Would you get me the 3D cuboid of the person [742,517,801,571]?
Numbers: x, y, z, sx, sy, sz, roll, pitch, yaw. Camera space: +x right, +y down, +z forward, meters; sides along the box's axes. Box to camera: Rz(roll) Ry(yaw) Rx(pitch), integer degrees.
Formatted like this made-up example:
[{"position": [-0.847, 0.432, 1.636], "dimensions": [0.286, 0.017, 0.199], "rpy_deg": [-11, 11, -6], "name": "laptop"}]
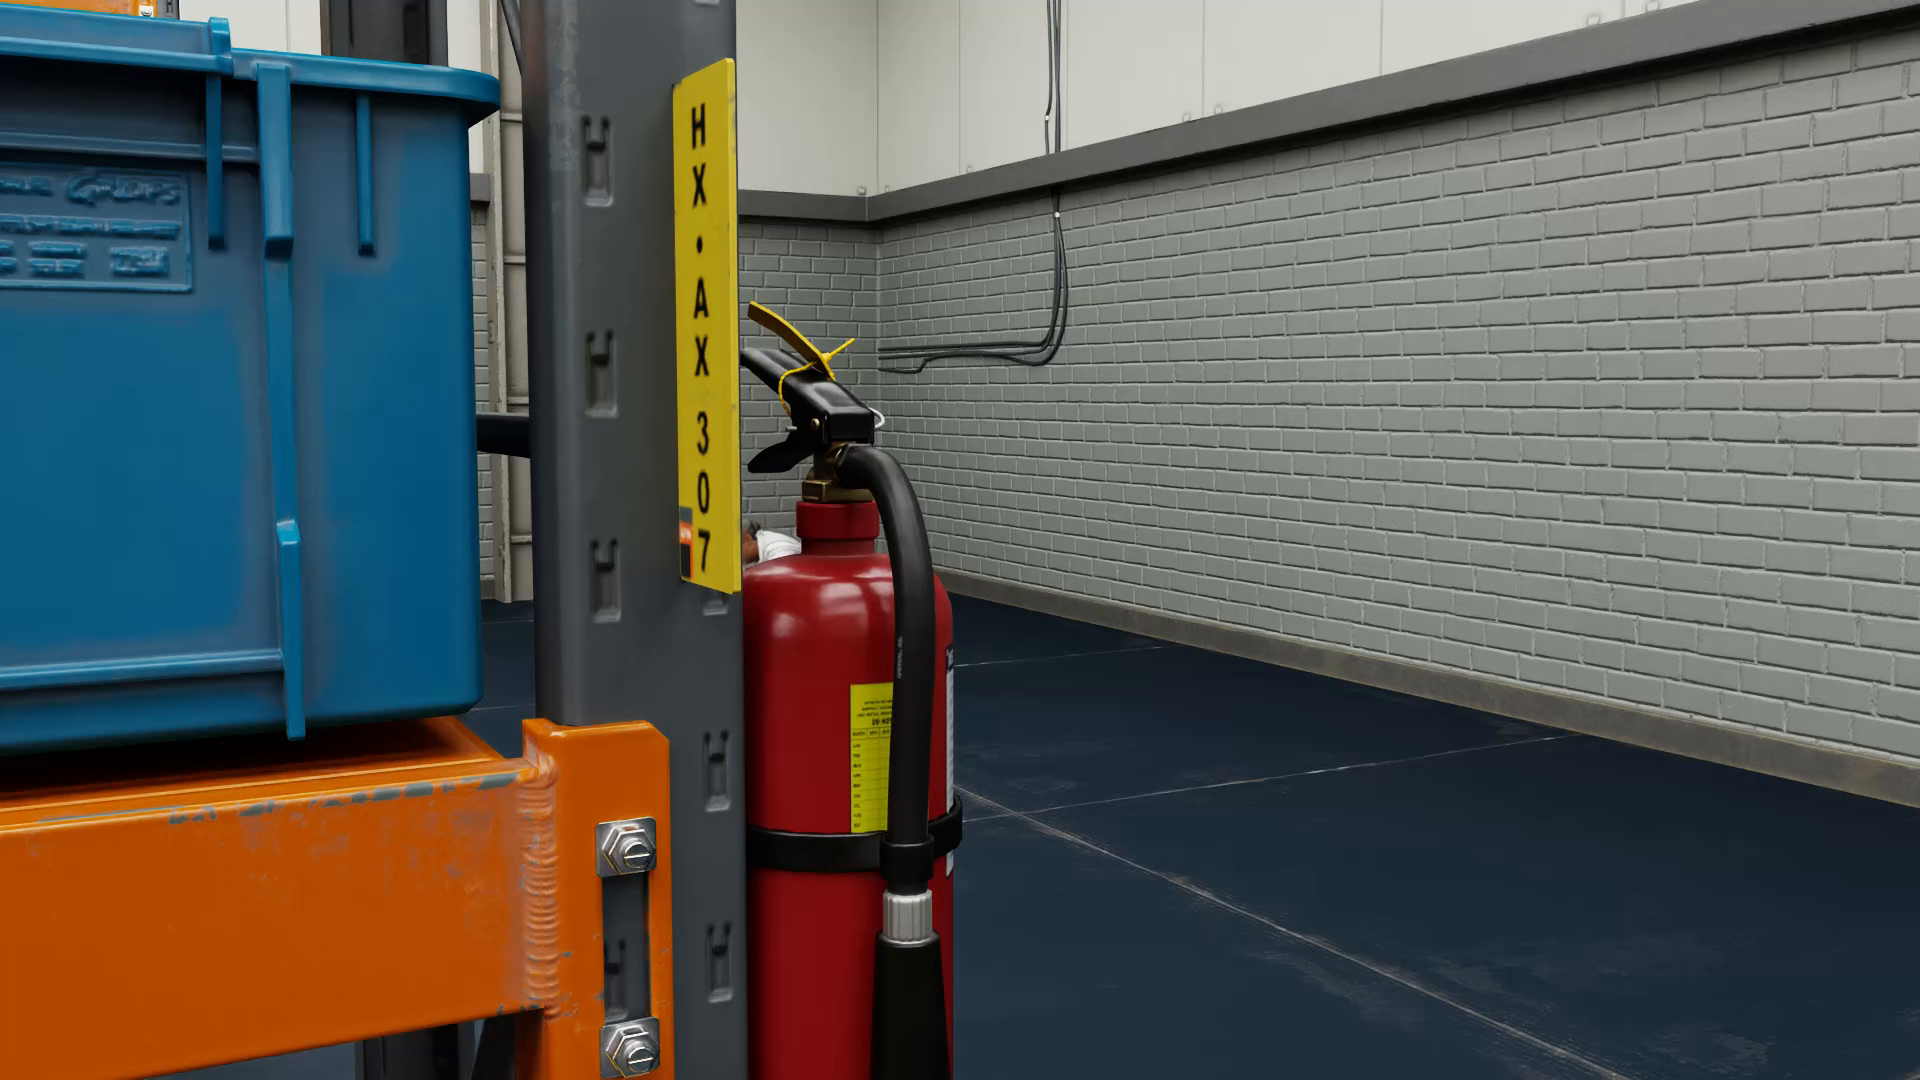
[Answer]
[{"position": [-0.947, 0.325, 8.524], "dimensions": [0.848, 0.938, 0.530], "rpy_deg": [-3, 6, -29], "name": "person"}]
